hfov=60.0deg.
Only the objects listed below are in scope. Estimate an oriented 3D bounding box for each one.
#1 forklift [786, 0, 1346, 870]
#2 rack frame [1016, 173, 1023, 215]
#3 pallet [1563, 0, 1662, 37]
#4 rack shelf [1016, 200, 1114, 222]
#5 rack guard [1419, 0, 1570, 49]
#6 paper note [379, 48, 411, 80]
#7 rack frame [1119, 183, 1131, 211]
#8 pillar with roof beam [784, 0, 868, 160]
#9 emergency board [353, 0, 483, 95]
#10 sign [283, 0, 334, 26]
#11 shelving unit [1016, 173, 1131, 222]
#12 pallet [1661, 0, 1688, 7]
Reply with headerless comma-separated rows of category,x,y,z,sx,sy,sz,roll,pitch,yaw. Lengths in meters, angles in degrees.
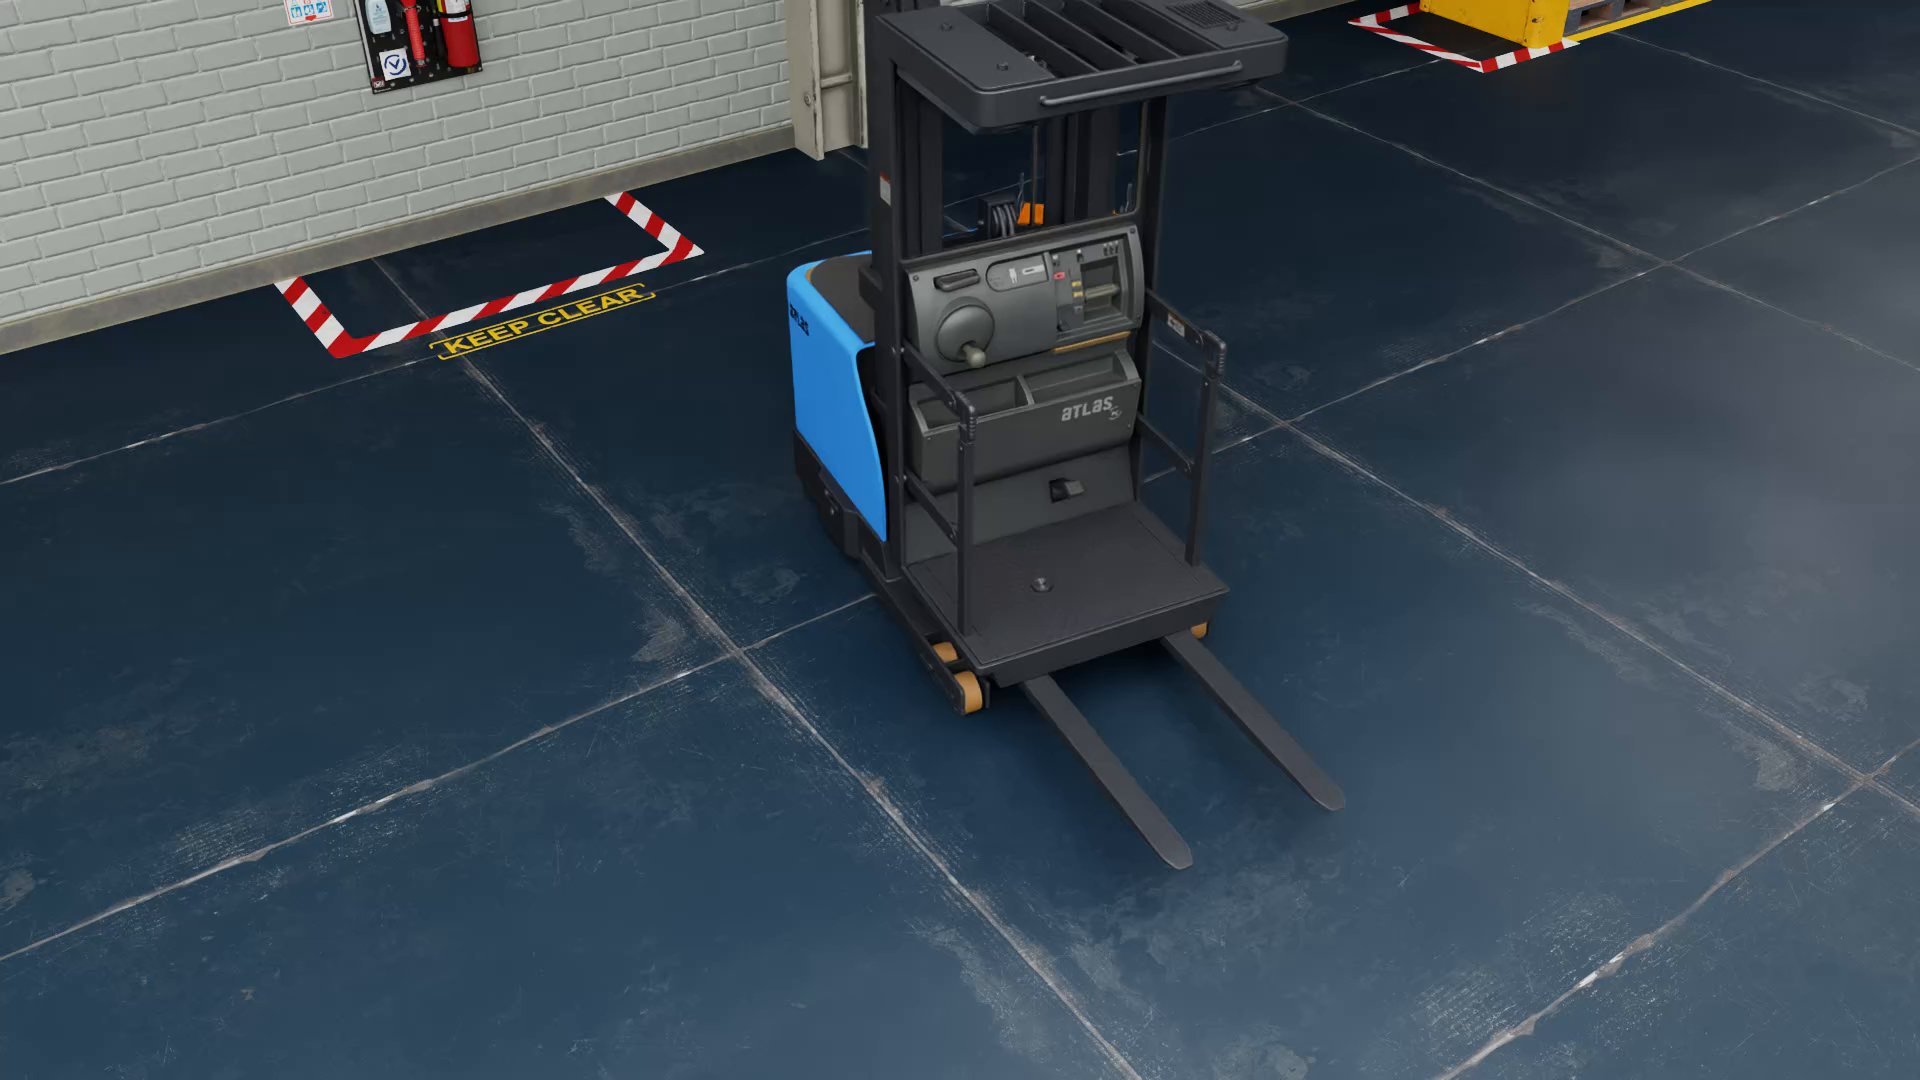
forklift,0.347,-0.821,5.881,1.130,2.935,3.031,-16,39,-21
rack frame,0.253,-1.102,7.748,0.015,1.200,0.240,8,38,11
pallet,4.738,-4.300,13.048,1.213,0.211,1.003,-22,41,-28
rack shelf,0.487,-1.381,7.464,0.480,0.148,0.258,8,38,11
rack guard,4.054,-4.161,12.607,0.348,0.500,1.175,-22,41,-28
paper note,-3.065,-2.583,9.027,0.142,0.148,0.016,-22,41,-28
rack frame,0.727,-1.035,7.655,0.015,1.200,0.240,8,38,11
pillar with roof beam,1.641,-4.161,5.329,0.400,9.000,9.100,-22,41,-28
emergency board,-2.881,-2.967,8.807,0.643,1.169,0.194,-22,41,-28
sign,-3.392,-2.845,8.606,0.234,0.329,0.001,-22,41,-28
shelving unit,0.490,-1.068,7.702,0.503,1.200,0.258,8,38,11
pallet,5.734,-4.708,13.615,1.213,0.211,1.003,-22,41,-28
